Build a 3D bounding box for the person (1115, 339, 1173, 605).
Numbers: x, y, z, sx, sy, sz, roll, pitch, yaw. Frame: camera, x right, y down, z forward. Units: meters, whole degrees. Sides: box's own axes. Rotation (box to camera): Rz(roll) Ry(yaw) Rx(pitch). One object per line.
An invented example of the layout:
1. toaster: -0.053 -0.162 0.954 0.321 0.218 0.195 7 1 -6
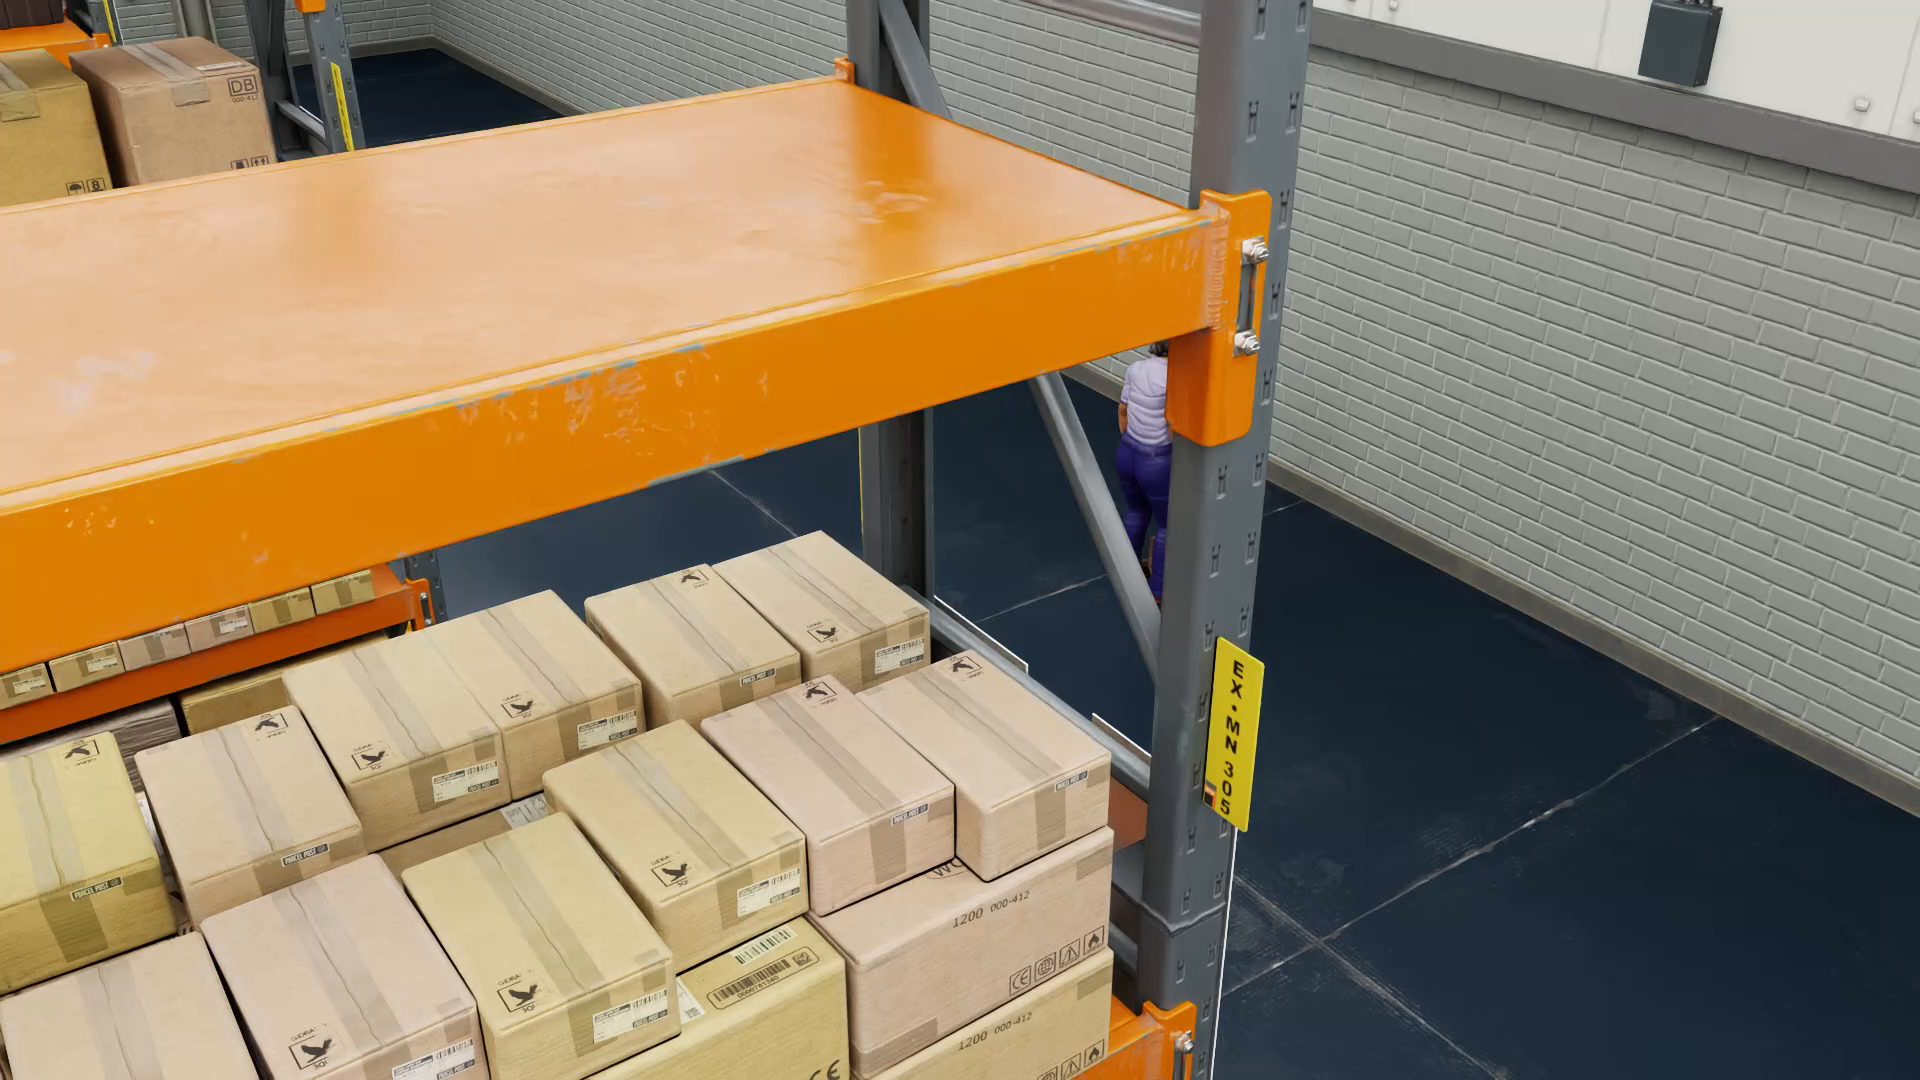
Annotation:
1. person: 1.126 -0.447 9.491 0.331 1.651 0.547 -19 34 -31
